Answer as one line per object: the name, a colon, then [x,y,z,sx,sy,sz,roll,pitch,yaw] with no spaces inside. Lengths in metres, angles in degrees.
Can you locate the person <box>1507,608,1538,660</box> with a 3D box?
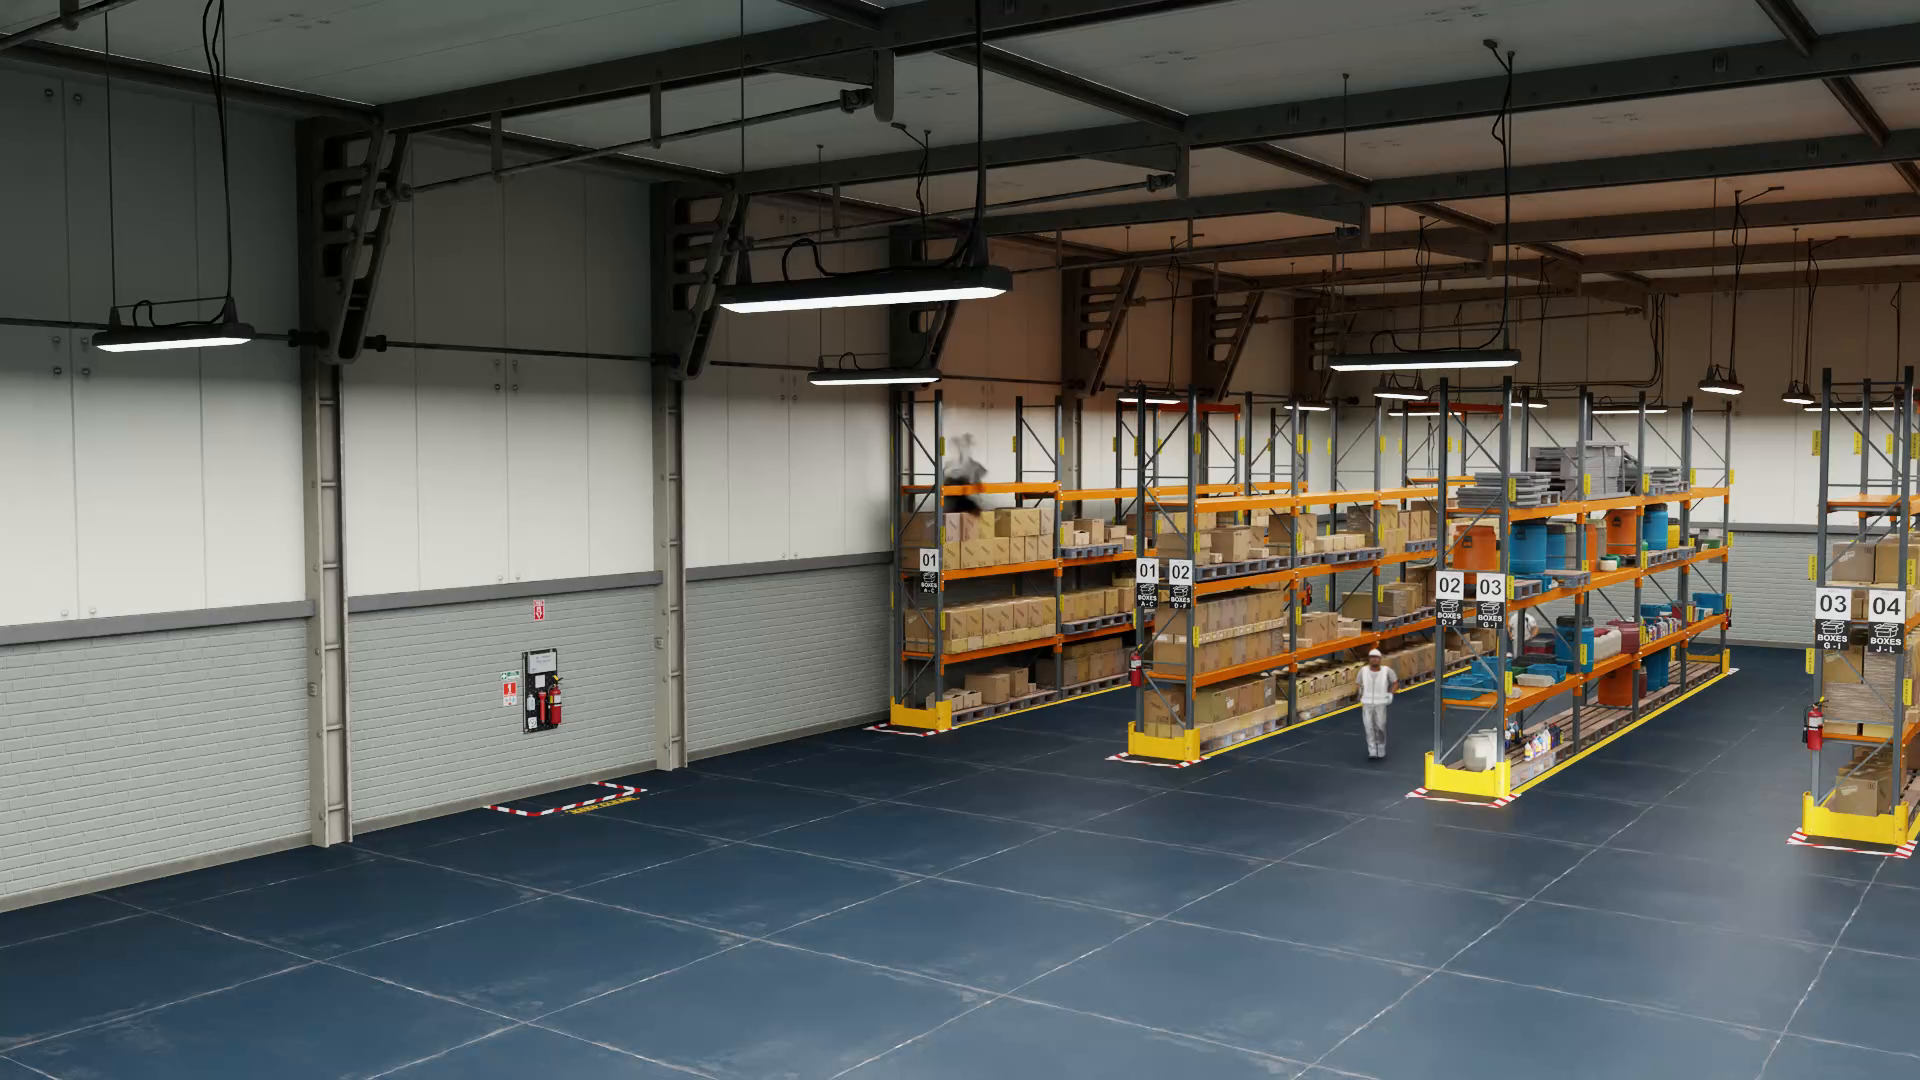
person: [12.194,2.170,36.106,0.650,1.611,0.559,2,4,26]

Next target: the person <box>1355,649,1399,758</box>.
person: [6.616,2.623,26.534,0.665,1.746,0.614,1,3,23]
